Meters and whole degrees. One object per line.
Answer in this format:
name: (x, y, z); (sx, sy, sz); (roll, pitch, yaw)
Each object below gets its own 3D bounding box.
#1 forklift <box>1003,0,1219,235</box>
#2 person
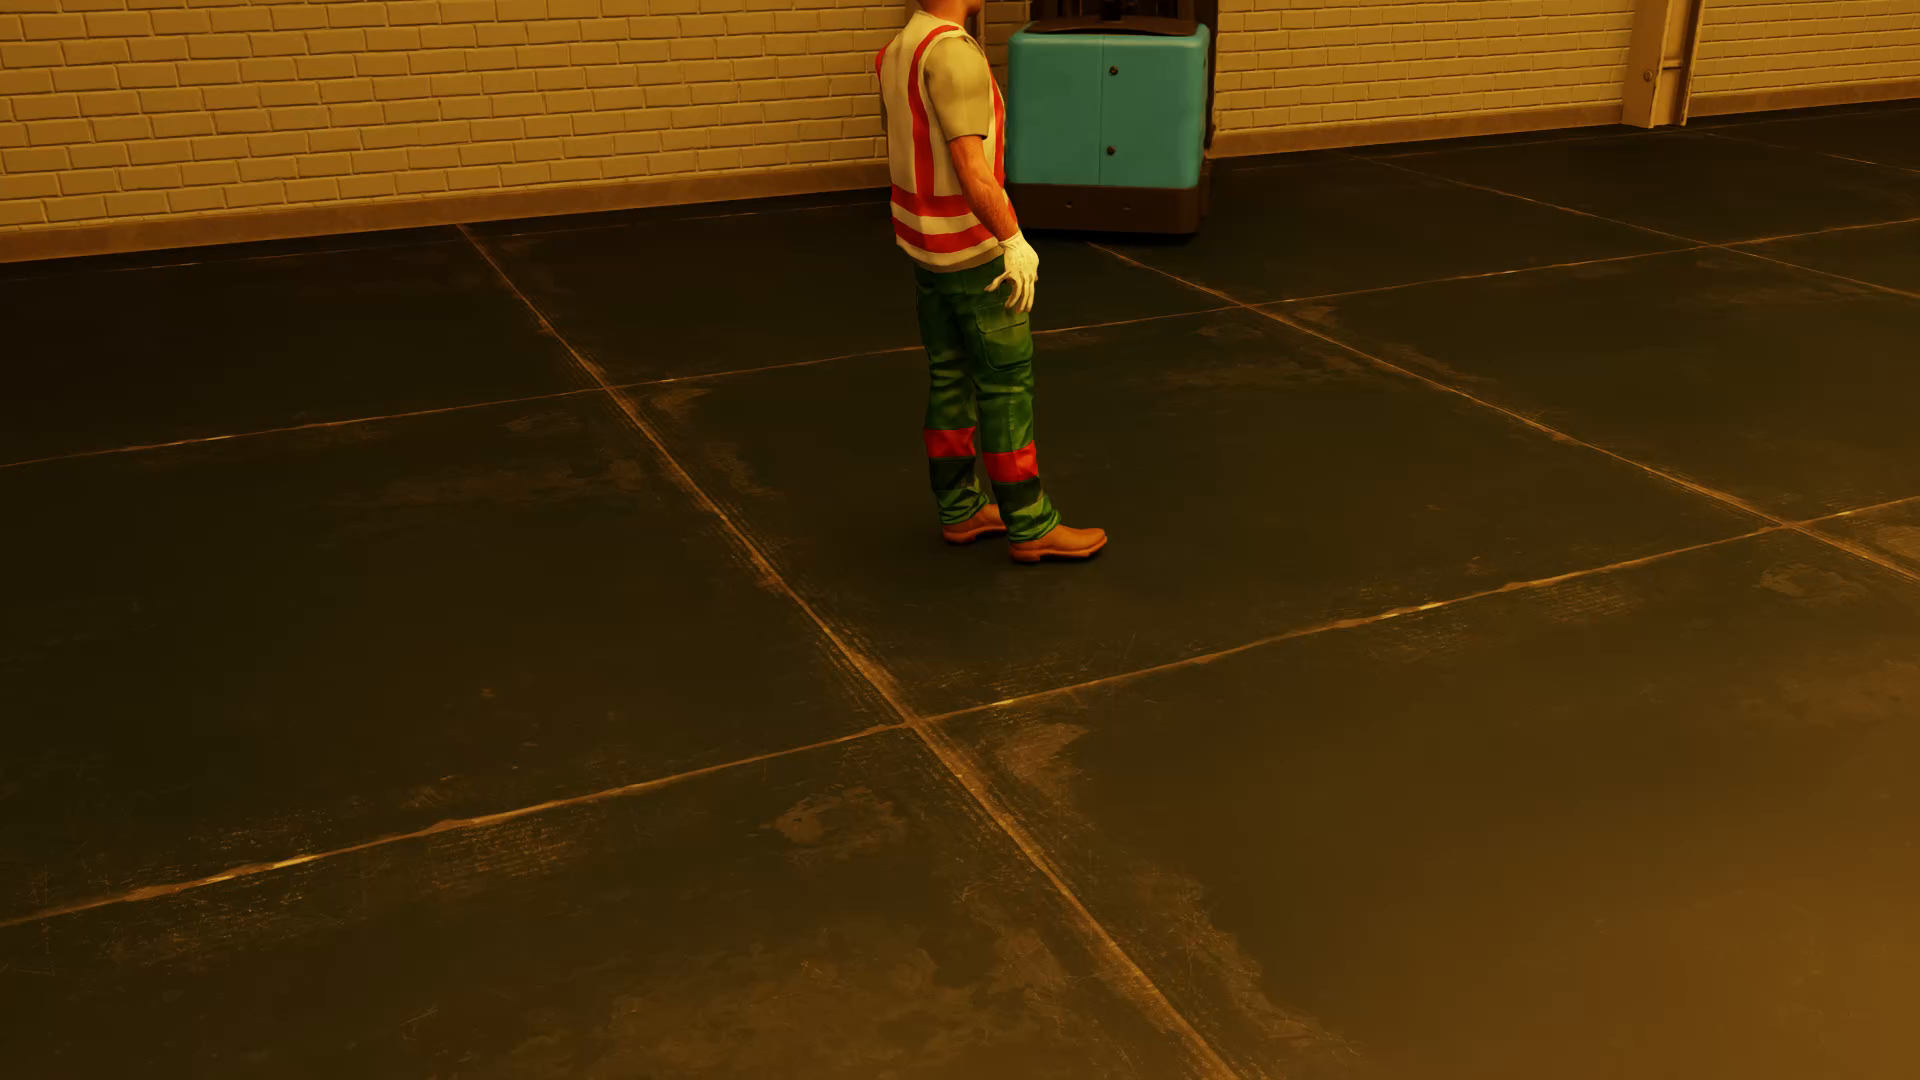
forklift: (0.994, -3.511, 9.737); (1.130, 2.935, 3.031); (4, 23, 9)
person: (0.078, -0.842, 4.782); (0.564, 1.787, 0.637); (-10, 25, -23)
